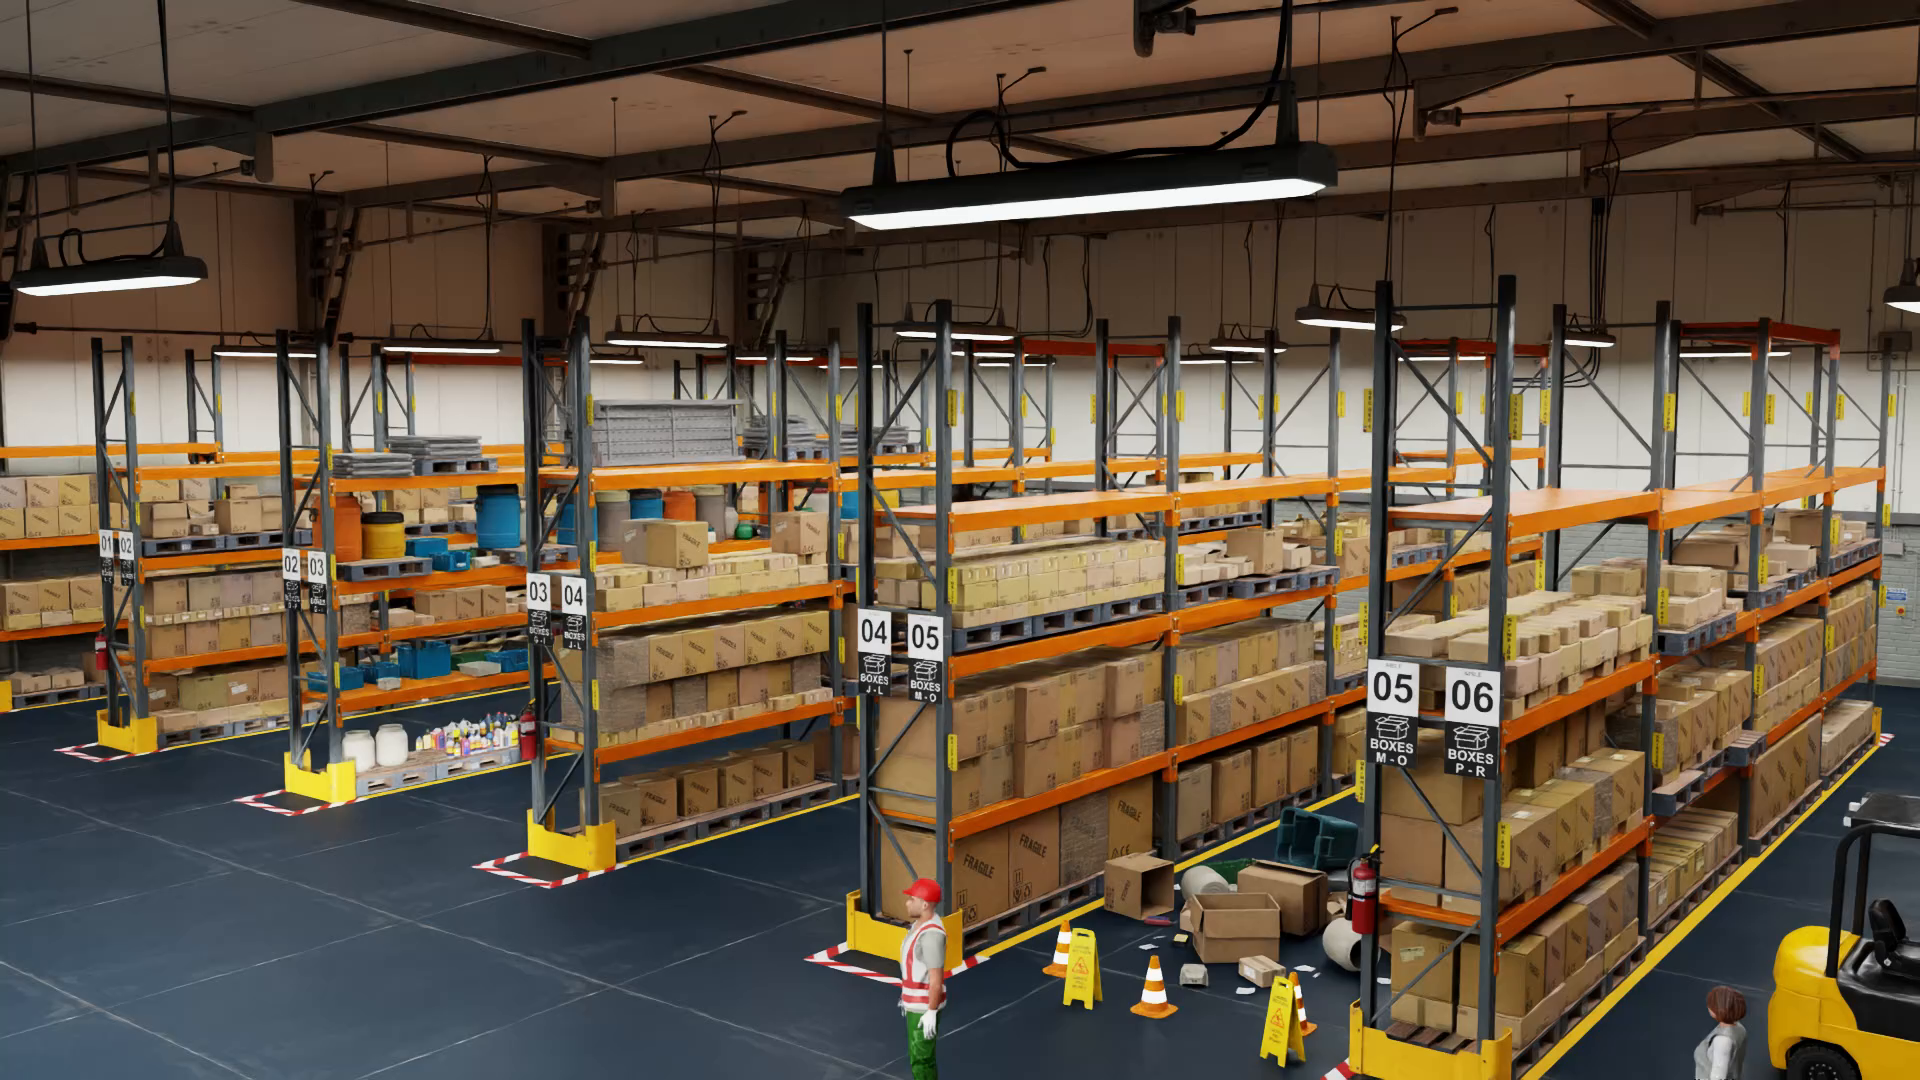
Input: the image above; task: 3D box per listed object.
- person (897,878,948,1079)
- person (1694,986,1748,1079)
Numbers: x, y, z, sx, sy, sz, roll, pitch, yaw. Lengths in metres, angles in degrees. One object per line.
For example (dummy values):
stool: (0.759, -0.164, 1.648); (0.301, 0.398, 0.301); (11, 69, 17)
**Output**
person: (-0.286, 3.263, 11.632); (0.372, 1.813, 0.589); (-1, 5, -6)
person: (4.667, 3.488, 10.099); (0.710, 1.589, 0.377); (1, 5, 17)
